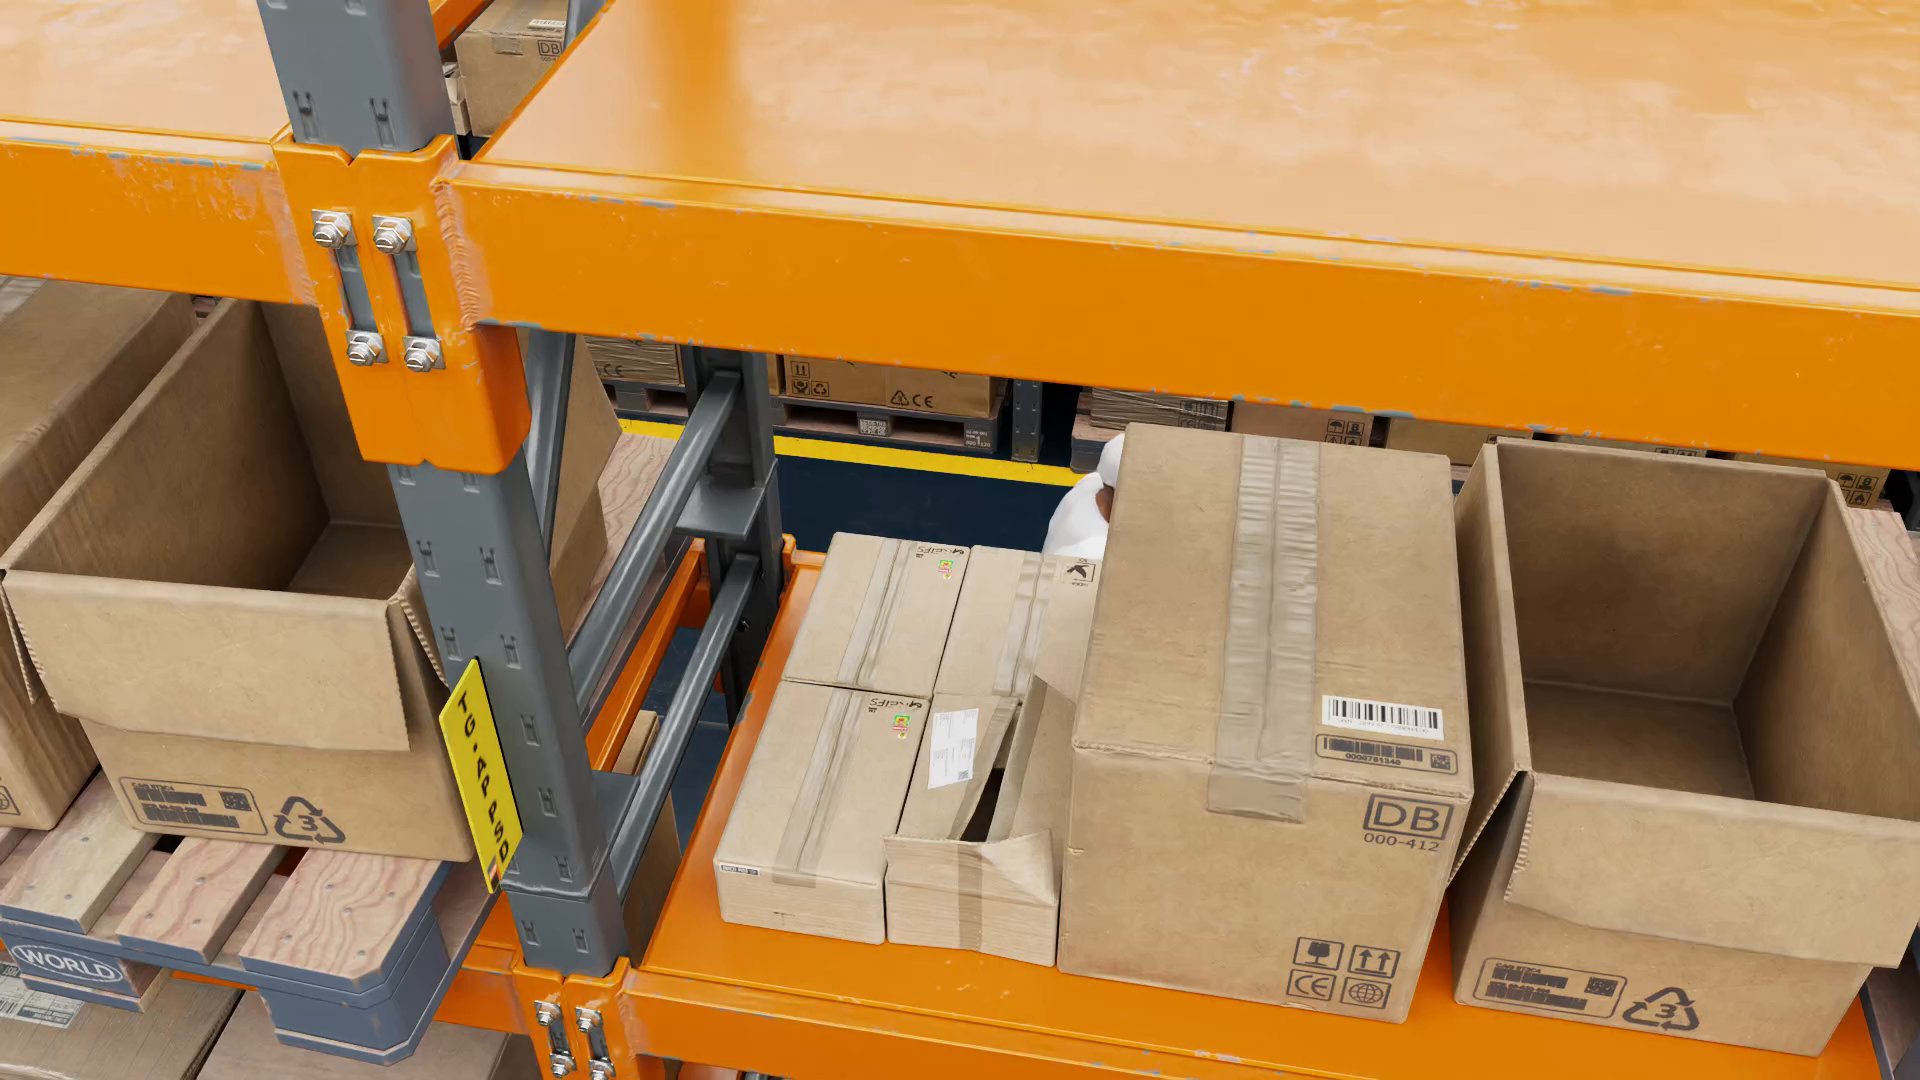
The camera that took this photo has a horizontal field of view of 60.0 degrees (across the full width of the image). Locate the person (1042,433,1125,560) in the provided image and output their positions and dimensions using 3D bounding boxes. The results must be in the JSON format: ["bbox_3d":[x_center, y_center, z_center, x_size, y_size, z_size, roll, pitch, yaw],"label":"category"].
[{"bbox_3d":[0.478,0.373,5.708,0.450,1.773,0.623,4,40,5],"label":"person"}]
